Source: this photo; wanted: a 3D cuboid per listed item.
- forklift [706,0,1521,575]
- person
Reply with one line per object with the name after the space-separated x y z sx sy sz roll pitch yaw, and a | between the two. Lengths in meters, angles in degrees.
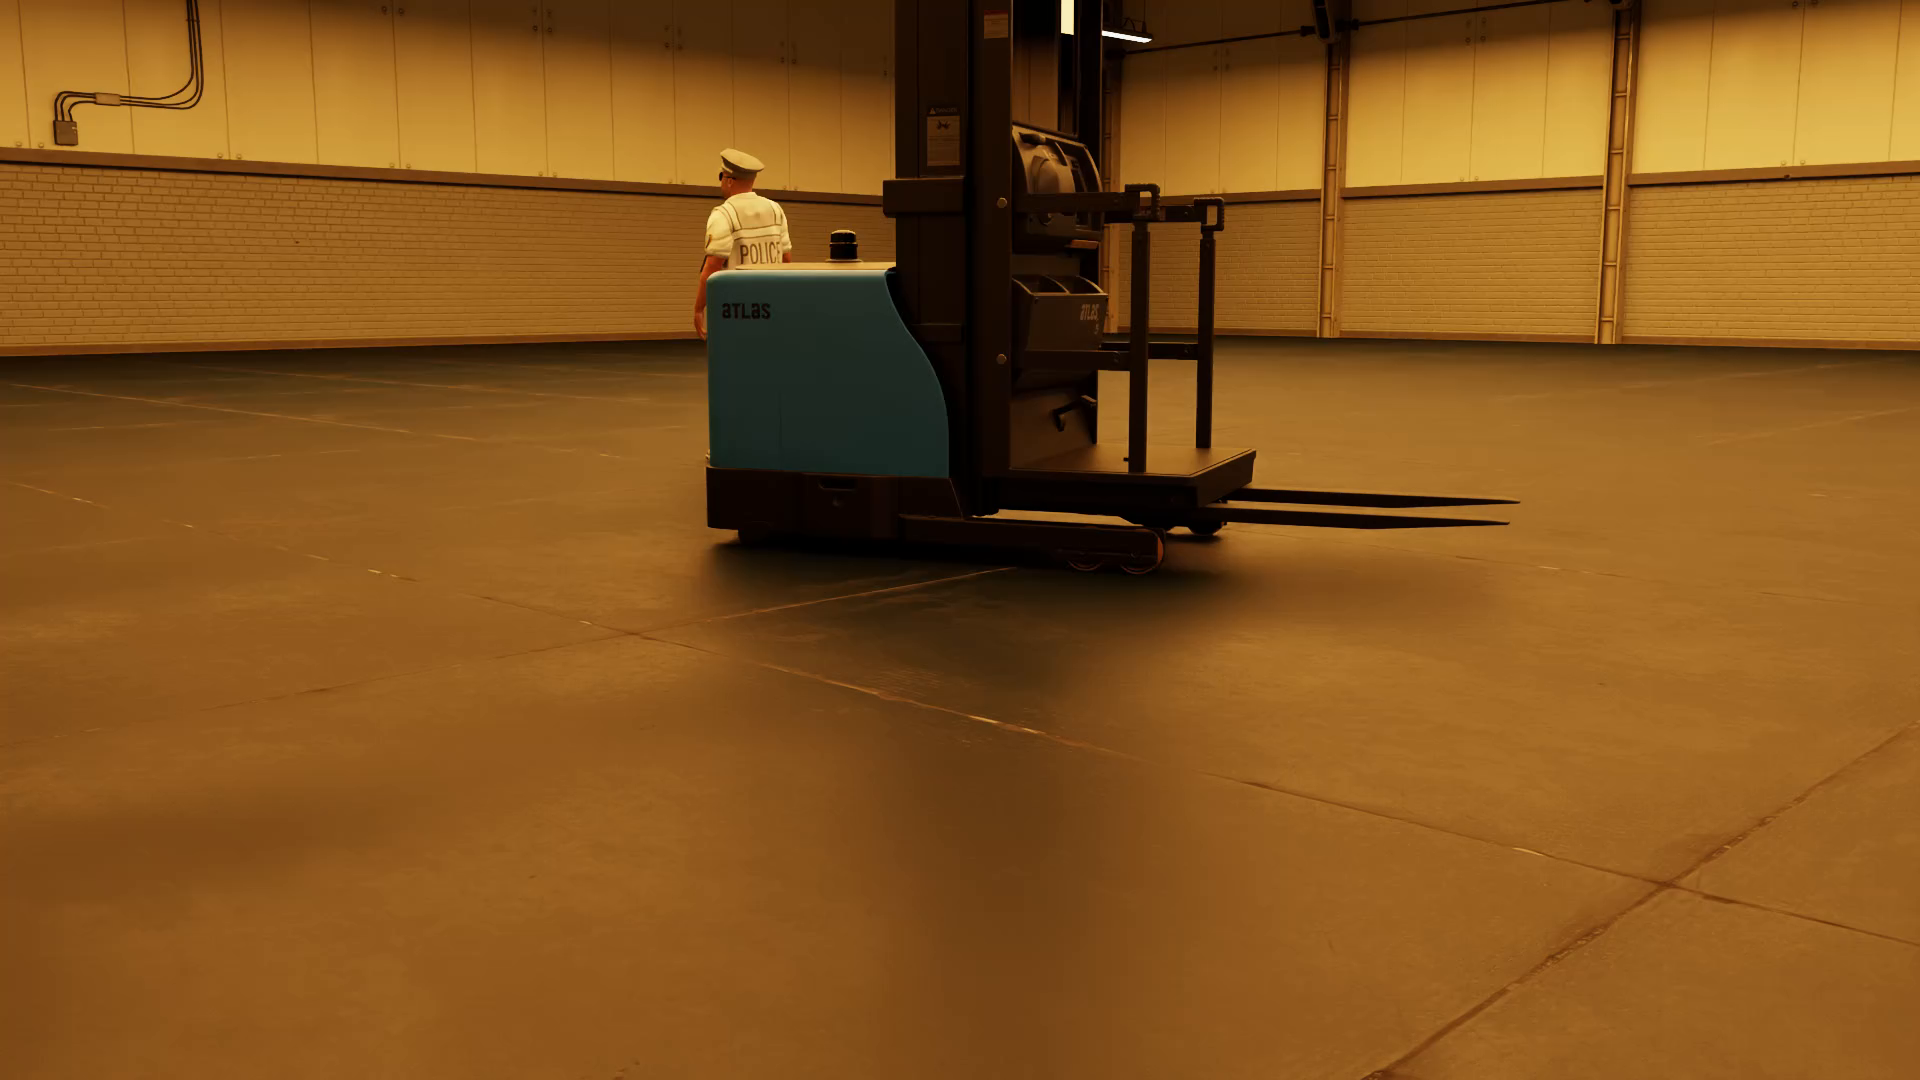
0.565 -1.416 6.275 3.031 2.935 1.130 3 9 22 | forklift
-1.306 -1.346 9.622 0.576 1.781 0.640 8 12 44 | person
